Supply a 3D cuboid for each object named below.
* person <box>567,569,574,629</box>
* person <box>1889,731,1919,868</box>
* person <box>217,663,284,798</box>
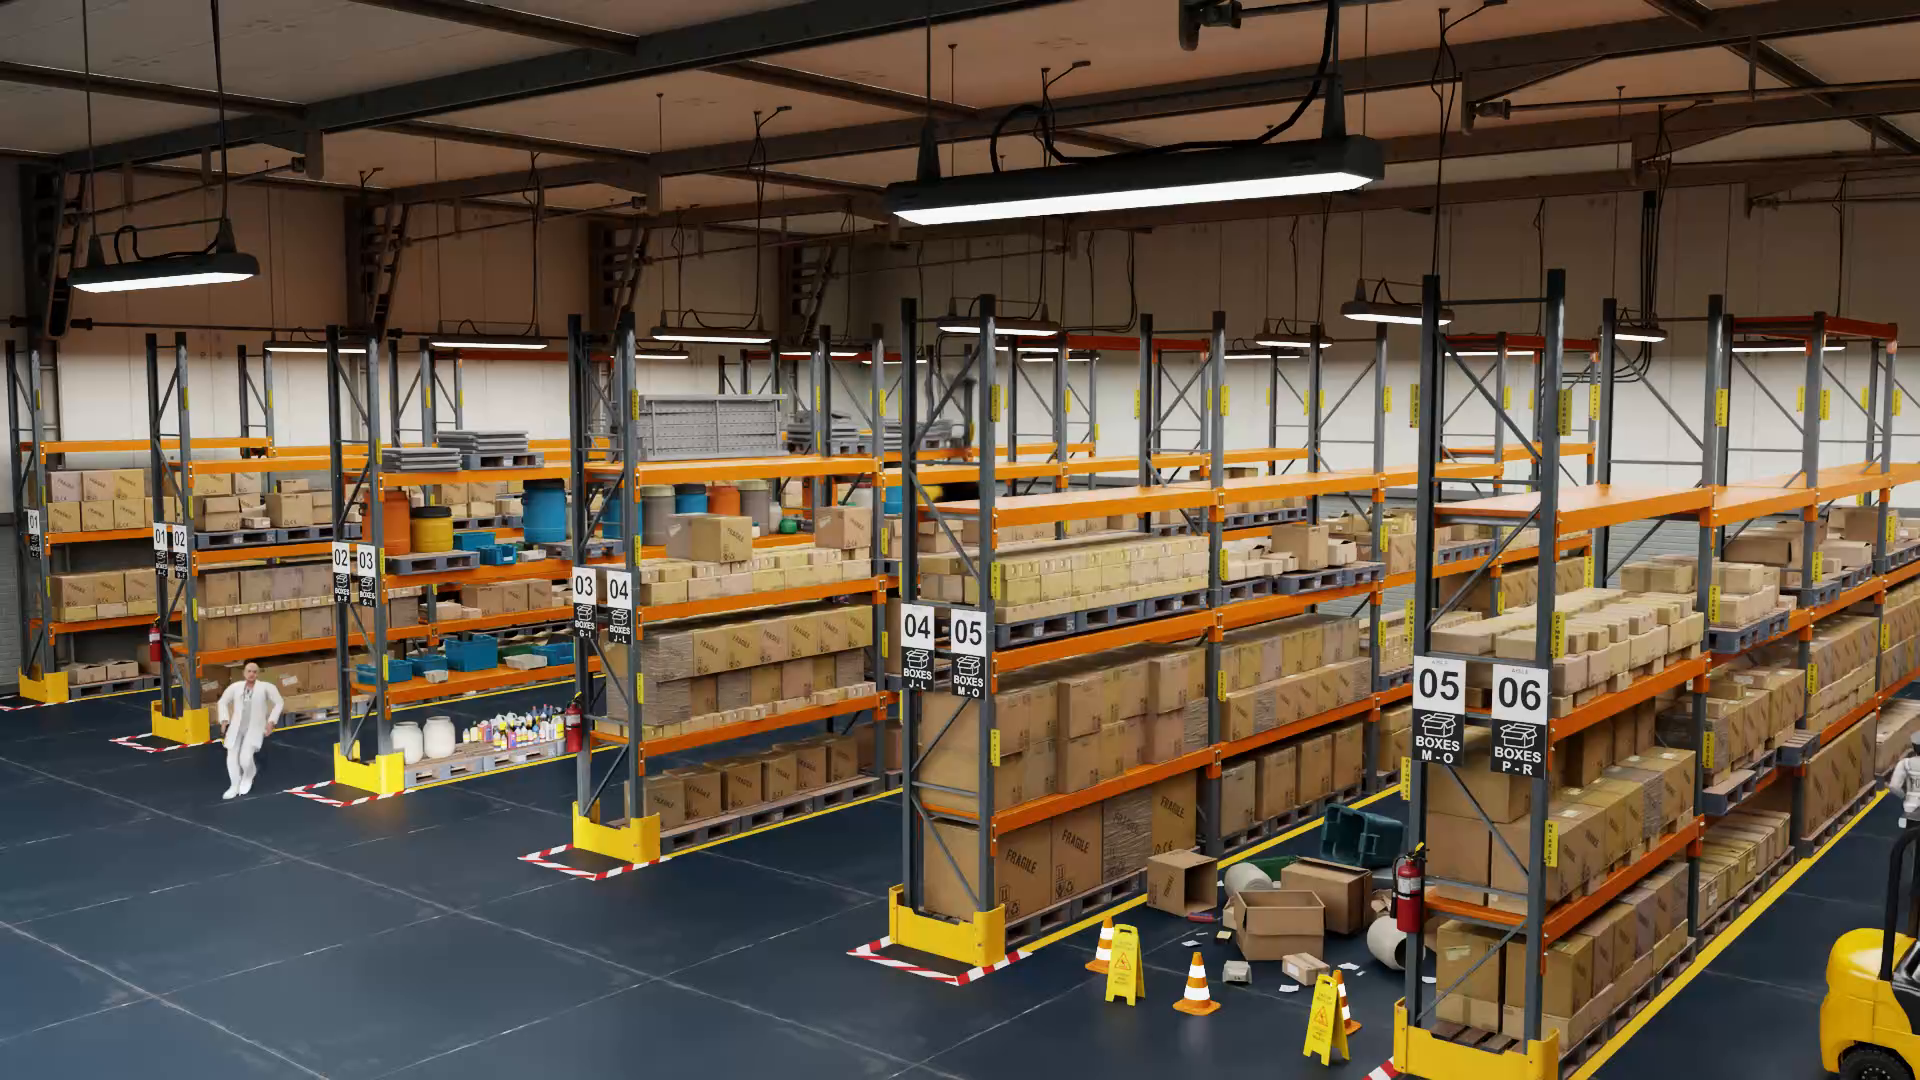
[{"bbox_3d":[-7.432,1.344,32.550,0.640,1.811,0.991,4,6,35],"label":"person"},{"bbox_3d":[9.962,2.823,17.207,0.646,1.655,0.667,4,6,34],"label":"person"},{"bbox_3d":[-9.023,2.415,21.090,0.772,1.718,0.570,0,5,-5],"label":"person"}]
